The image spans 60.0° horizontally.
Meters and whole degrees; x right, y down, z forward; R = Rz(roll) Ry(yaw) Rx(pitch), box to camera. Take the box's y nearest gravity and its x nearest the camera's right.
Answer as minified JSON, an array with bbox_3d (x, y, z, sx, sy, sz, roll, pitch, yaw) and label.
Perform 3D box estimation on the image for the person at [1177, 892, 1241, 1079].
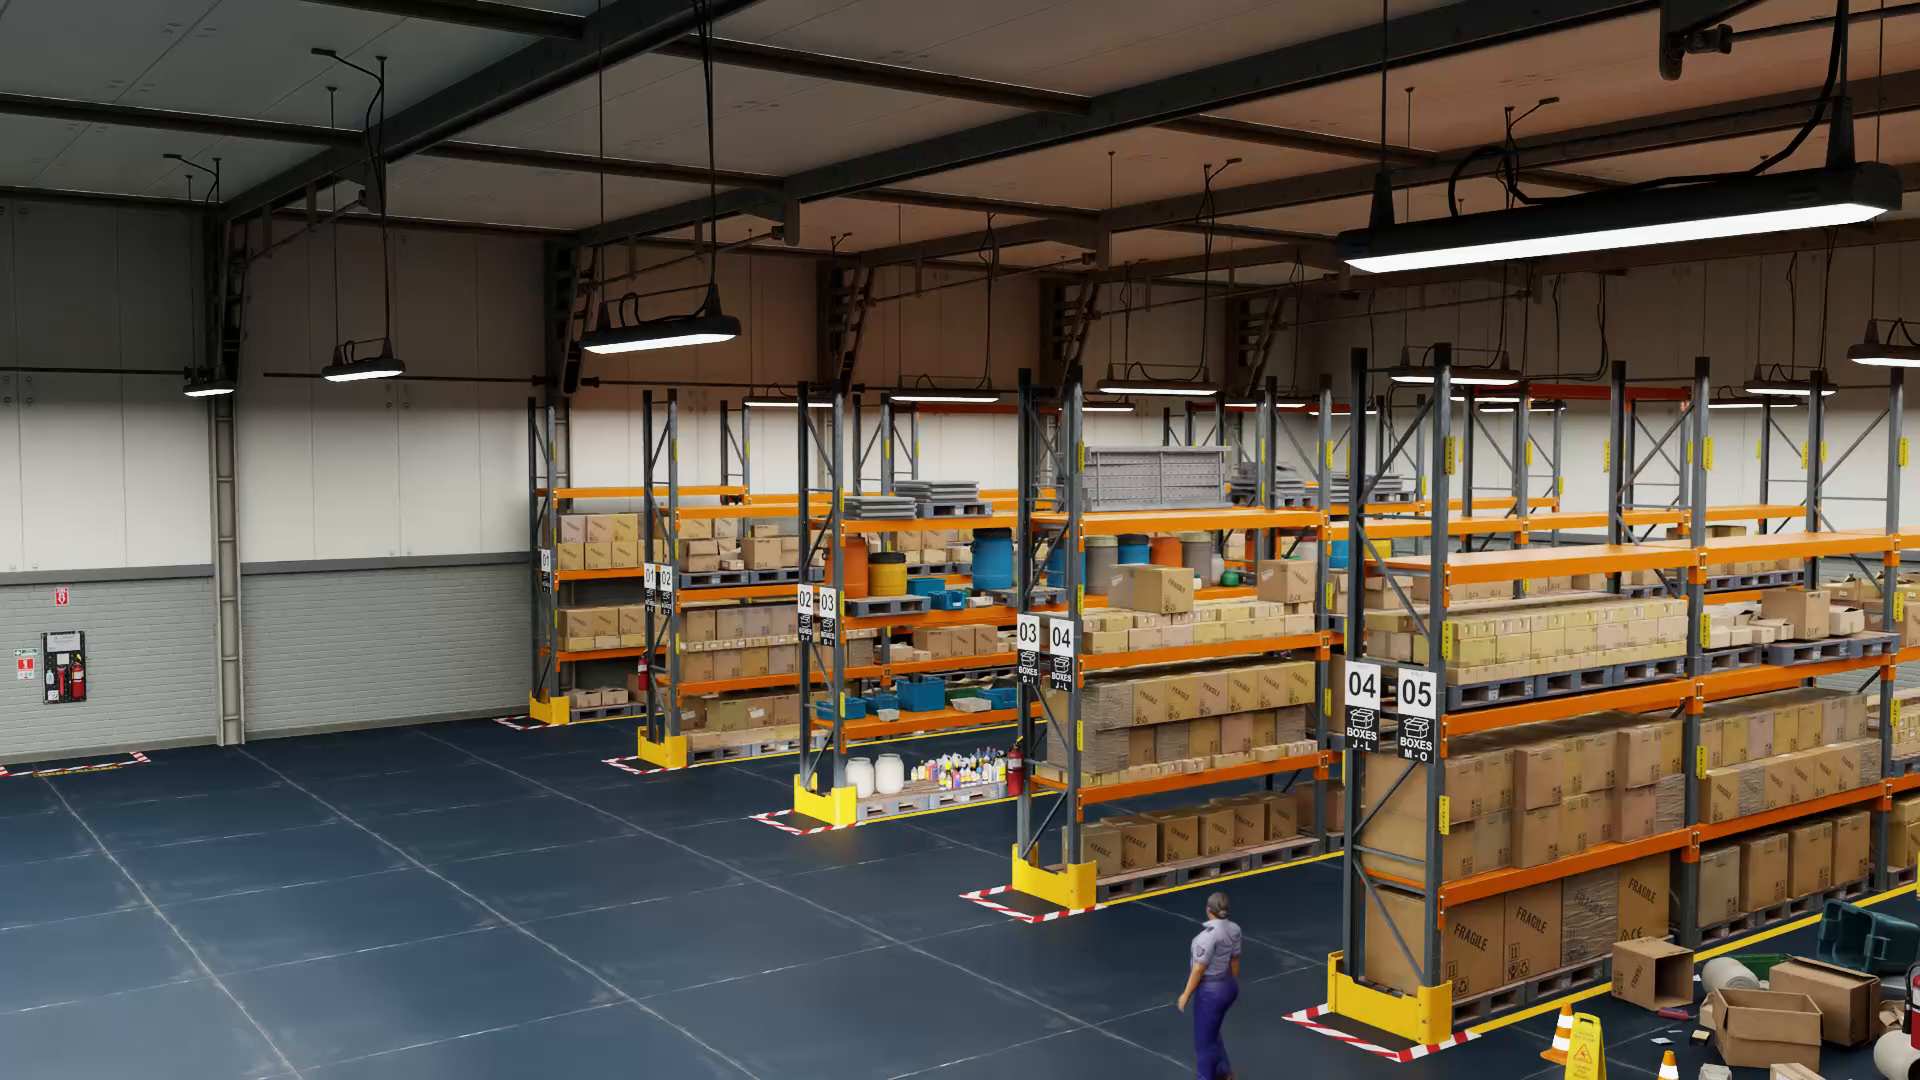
[{"bbox_3d":[1.954,3.595,13.101,0.448,1.696,0.525,2,4,27],"label":"person"}]
